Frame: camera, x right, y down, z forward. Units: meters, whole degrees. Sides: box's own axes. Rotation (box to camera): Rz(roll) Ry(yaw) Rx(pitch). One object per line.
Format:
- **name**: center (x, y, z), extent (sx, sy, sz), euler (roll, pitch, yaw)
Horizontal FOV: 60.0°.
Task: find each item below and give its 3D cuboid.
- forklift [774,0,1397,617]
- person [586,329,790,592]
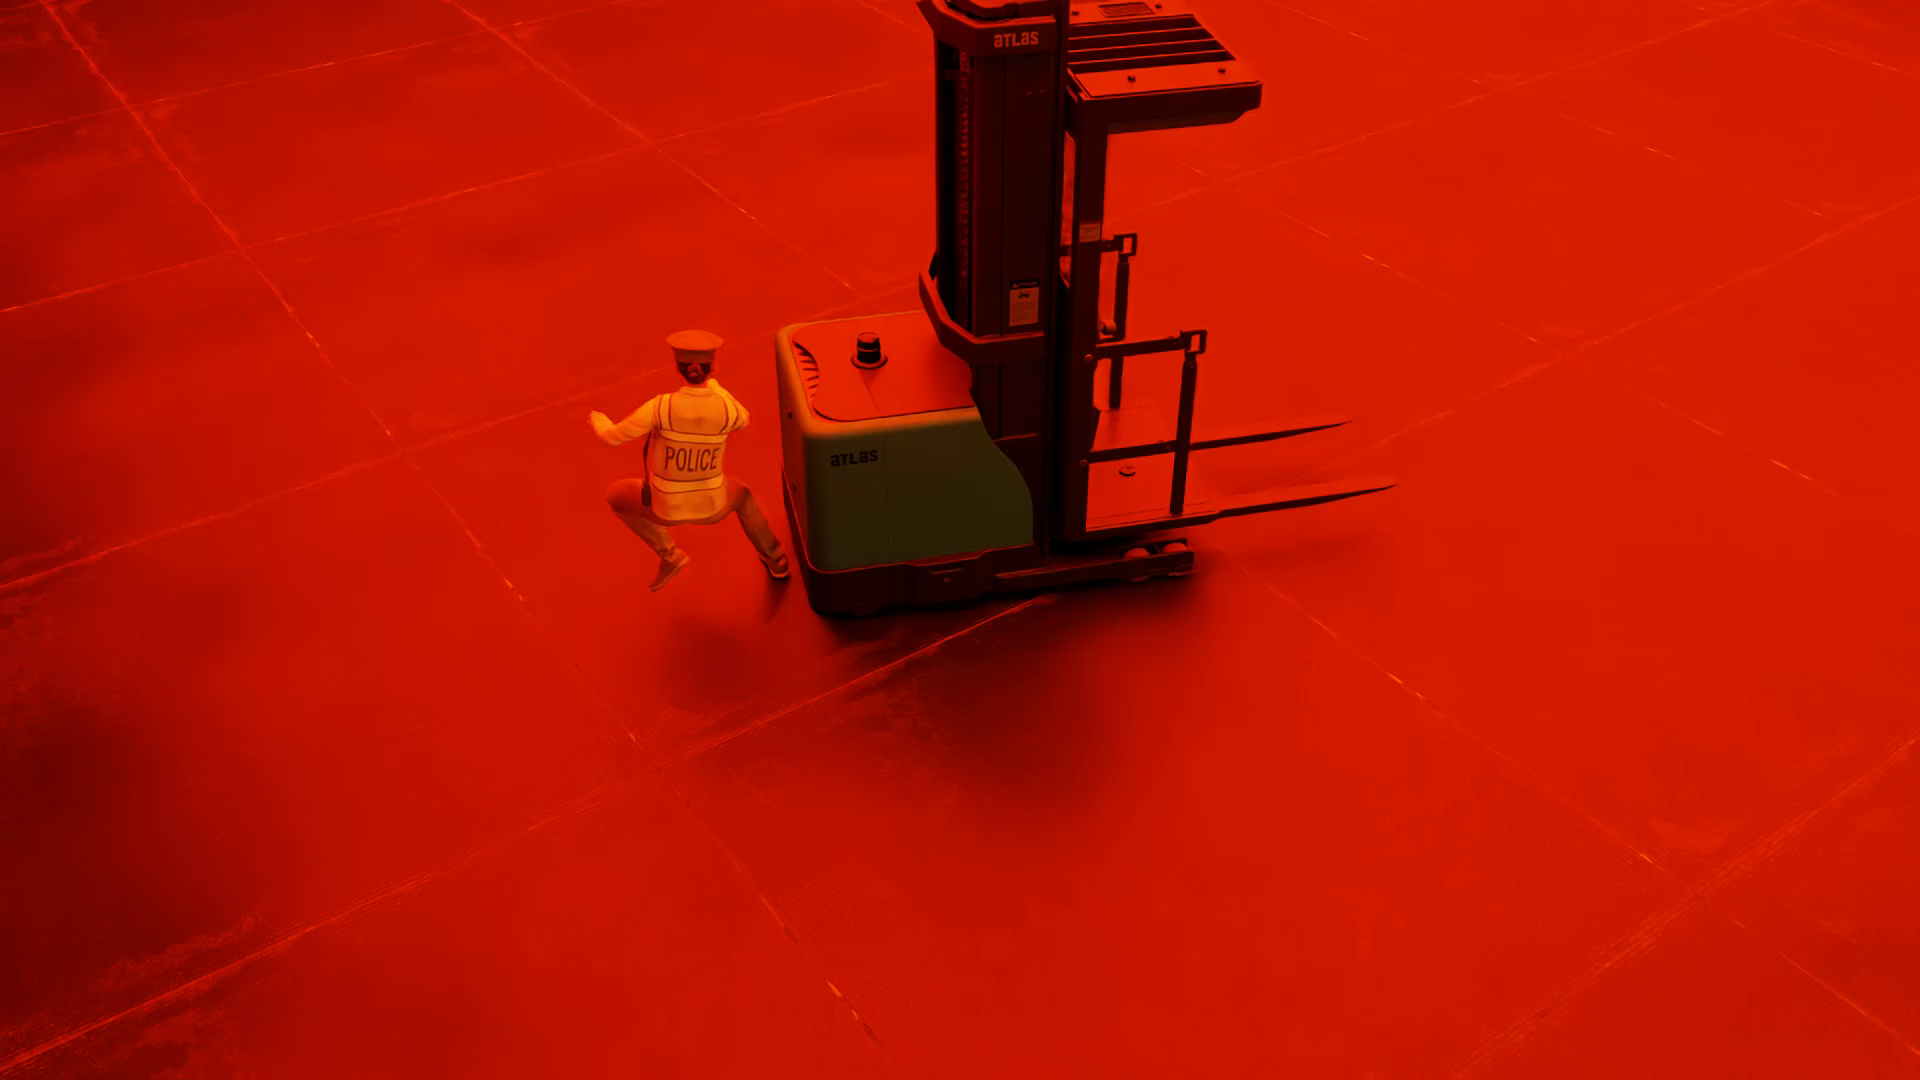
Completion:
- **forklift**: center (0.667, -1.271, 7.664), extent (3.031, 2.935, 1.130), euler (-8, 37, -11)
- **person**: center (-1.252, -0.366, 7.684), extent (0.852, 1.438, 0.742), euler (-11, 38, -14)
